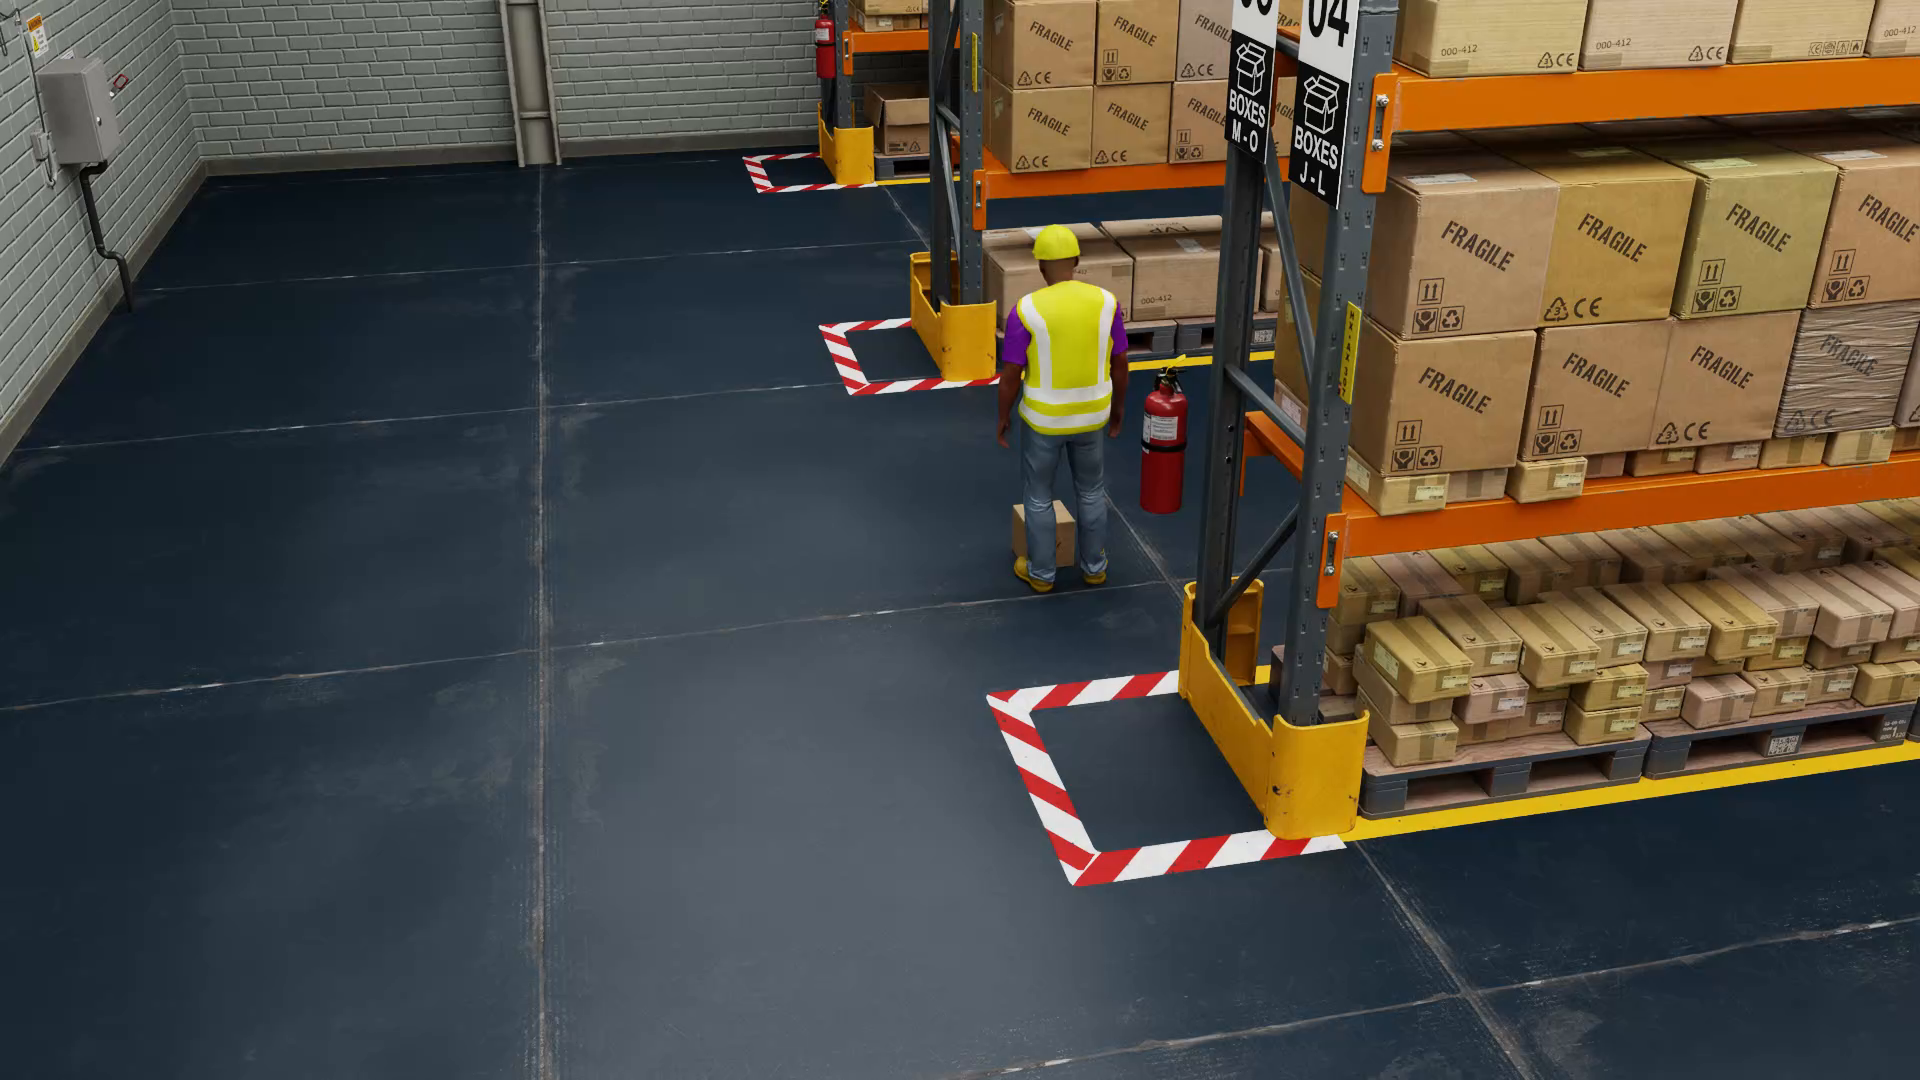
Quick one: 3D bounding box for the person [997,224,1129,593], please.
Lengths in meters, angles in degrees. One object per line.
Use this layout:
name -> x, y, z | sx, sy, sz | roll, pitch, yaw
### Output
person -> 0.475, -0.601, 7.796 | 0.635, 1.760, 0.463 | -6, 27, -12
